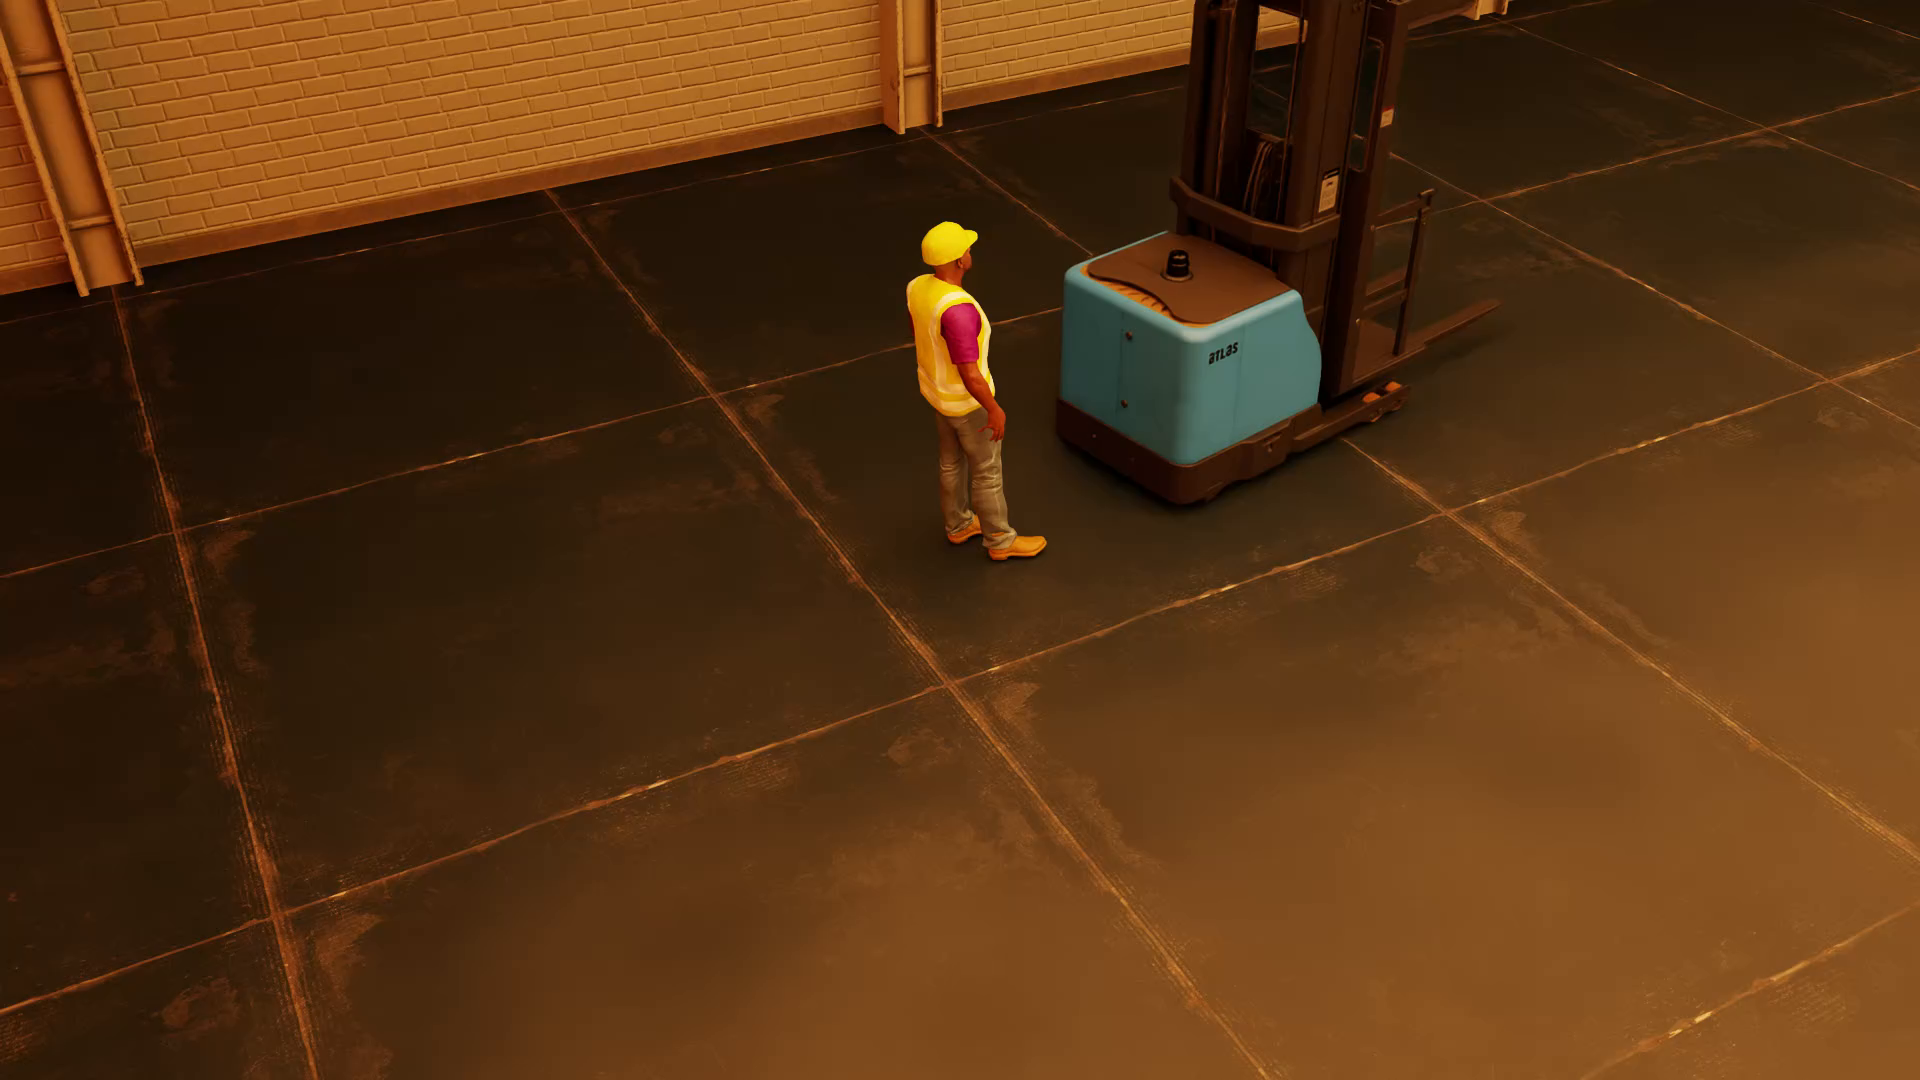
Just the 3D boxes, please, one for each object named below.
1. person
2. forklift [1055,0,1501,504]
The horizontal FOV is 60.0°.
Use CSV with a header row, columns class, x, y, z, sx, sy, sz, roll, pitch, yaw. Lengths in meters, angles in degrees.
class,x,y,z,sx,sy,sz,roll,pitch,yaw
person,0.064,-0.743,8.171,0.577,1.765,0.666,-17,39,-23
forklift,1.998,-2.091,9.082,3.031,2.935,1.130,-25,43,-31
